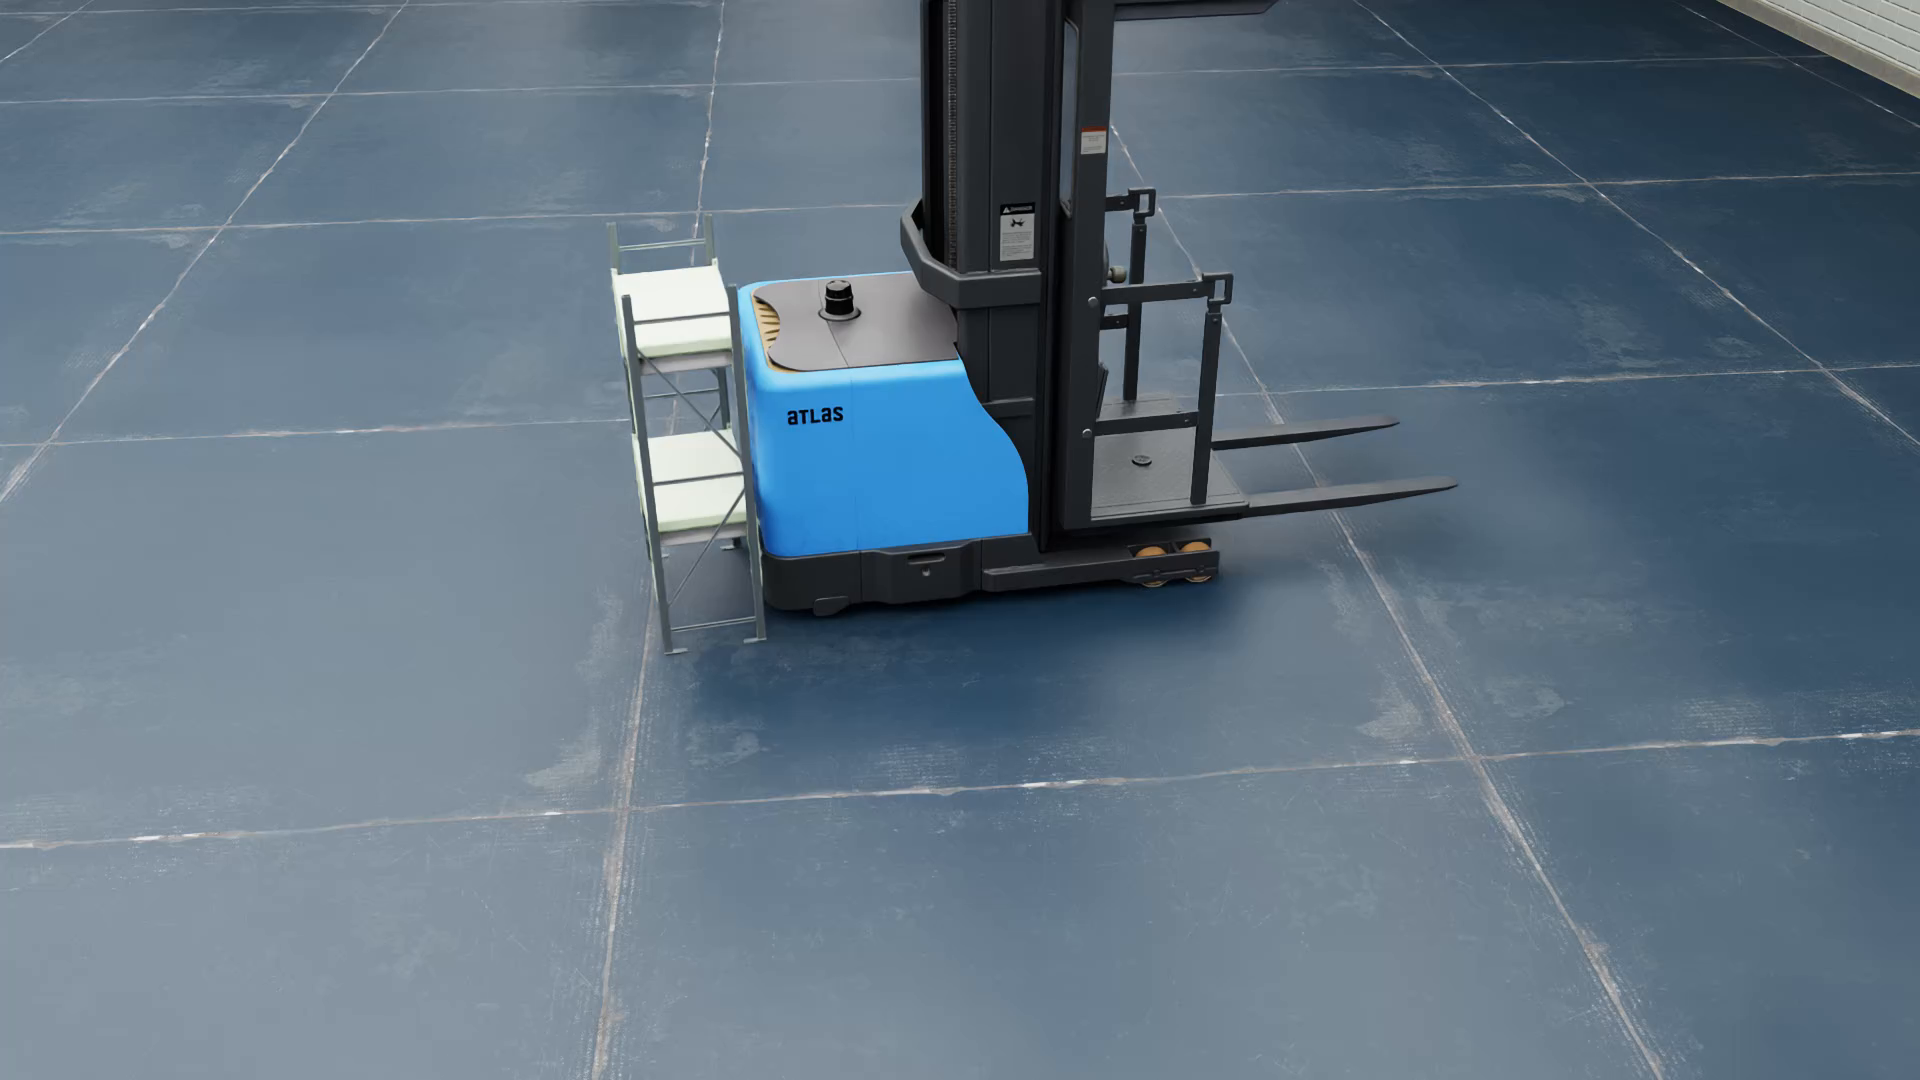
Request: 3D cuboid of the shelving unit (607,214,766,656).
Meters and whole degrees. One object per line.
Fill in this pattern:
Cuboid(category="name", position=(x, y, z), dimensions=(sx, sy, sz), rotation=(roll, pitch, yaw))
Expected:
Cuboid(category="shelving unit", position=(-1.057, -0.405, 6.462), dimensions=(0.431, 1.500, 0.755), rotation=(-8, 32, -12))

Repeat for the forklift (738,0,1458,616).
Cuboid(category="forklift", position=(0.616, -1.322, 6.605), dimensions=(3.031, 2.935, 1.130), rotation=(-6, 31, -10))

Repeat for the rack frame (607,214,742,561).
Cuboid(category="rack frame", position=(-1.146, -0.587, 6.767), dimensions=(0.400, 1.500, 0.023), rotation=(-8, 32, -12))

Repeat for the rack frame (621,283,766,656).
Cuboid(category="rack frame", position=(-0.968, -0.223, 6.157), dimensions=(0.400, 1.500, 0.023), rotation=(-8, 32, -12))

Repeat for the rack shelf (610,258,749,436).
Cuboid(category="rack shelf", position=(-1.061, -0.740, 6.261), dimensions=(0.431, 0.370, 0.720), rotation=(-8, 32, -12))

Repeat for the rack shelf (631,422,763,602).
Cuboid(category="rack shelf", position=(-1.055, -0.126, 6.630), dimensions=(0.431, 0.370, 0.720), rotation=(-8, 32, -12))
